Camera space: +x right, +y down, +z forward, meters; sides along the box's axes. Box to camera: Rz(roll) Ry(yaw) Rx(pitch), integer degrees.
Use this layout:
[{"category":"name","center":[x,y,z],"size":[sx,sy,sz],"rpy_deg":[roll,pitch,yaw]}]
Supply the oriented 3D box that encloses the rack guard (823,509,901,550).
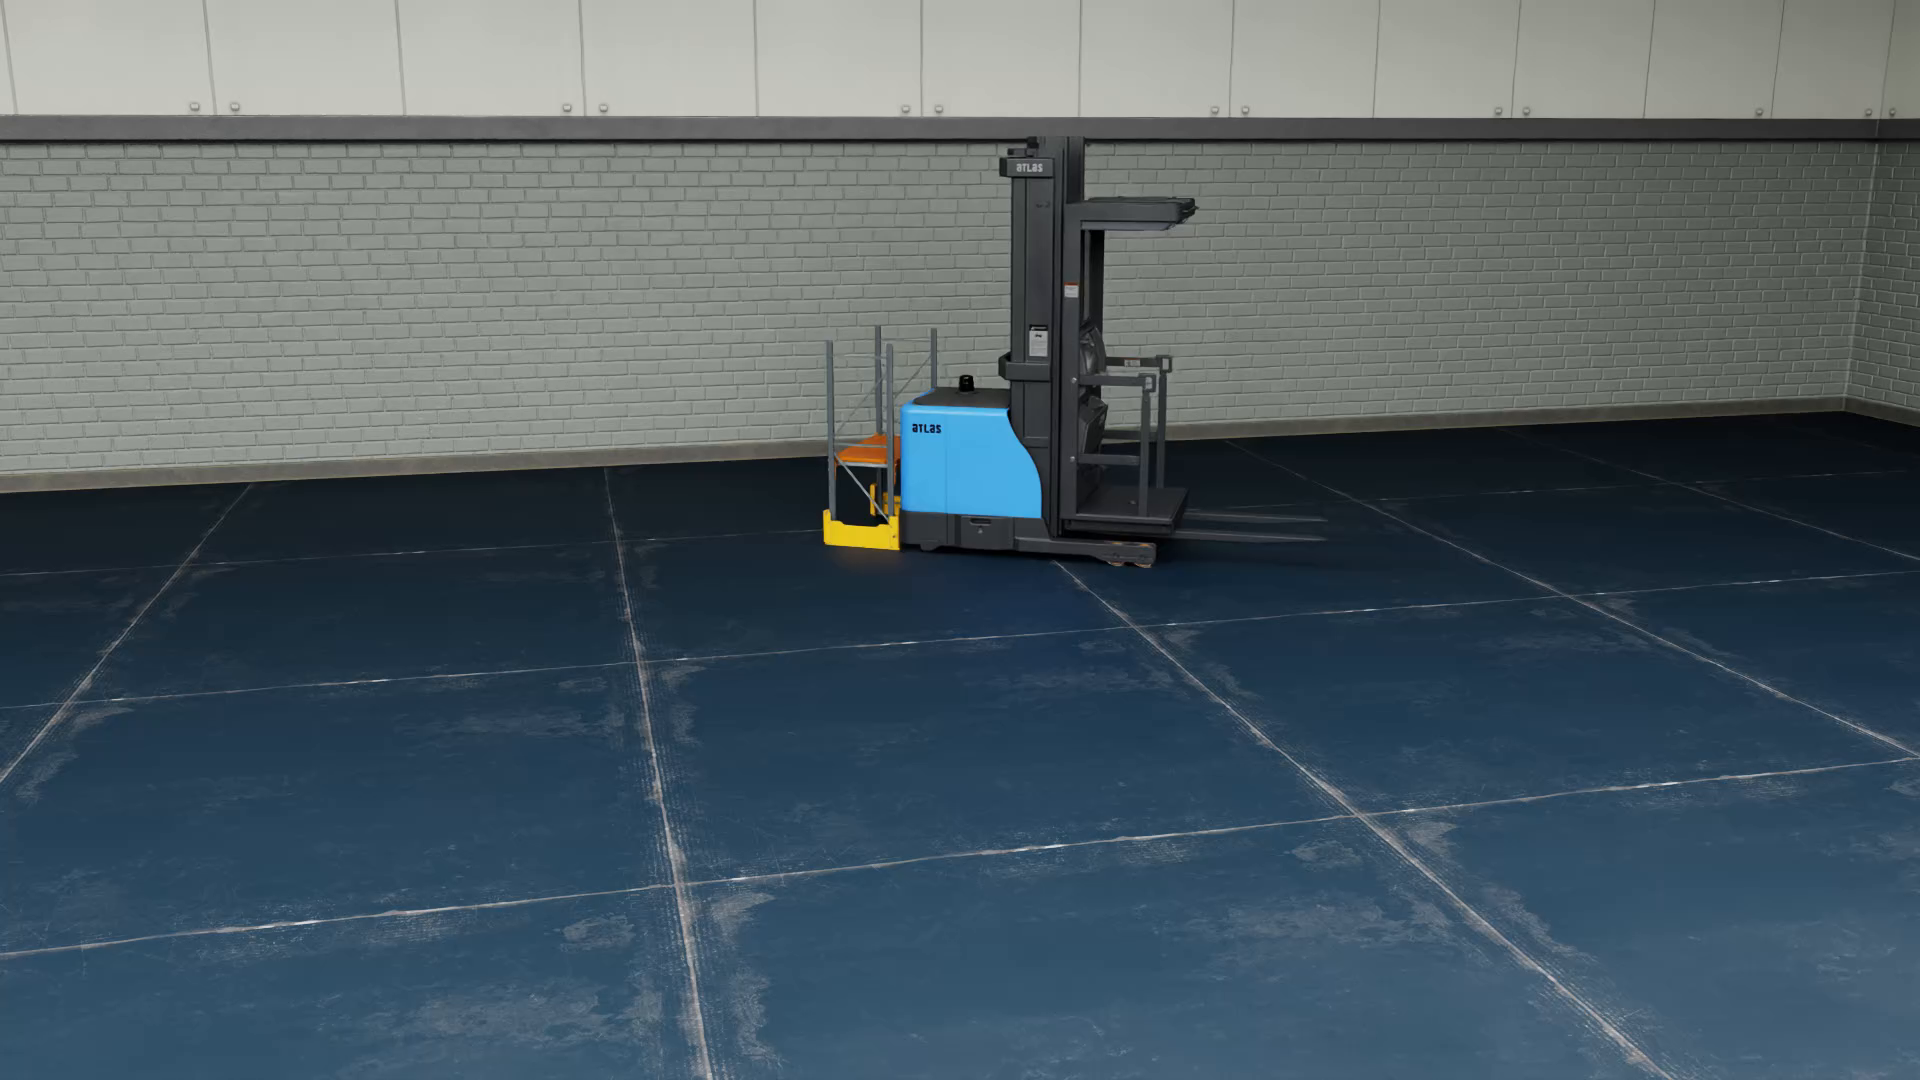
[{"category":"rack guard","center":[-0.719,-0.077,12.214],"size":[0.587,0.250,0.087],"rpy_deg":[4,14,17]}]

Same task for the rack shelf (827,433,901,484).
[{"category":"rack shelf","center":[-0.569,-0.624,12.579],"size":[0.538,0.185,1.000],"rpy_deg":[4,14,17]}]

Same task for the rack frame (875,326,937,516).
[{"category":"rack frame","center":[-0.419,-0.914,13.008],"size":[0.500,1.500,0.032],"rpy_deg":[4,14,17]}]

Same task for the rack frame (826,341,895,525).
[{"category":"rack frame","center":[-0.720,-0.684,12.065],"size":[0.500,1.500,0.032],"rpy_deg":[4,14,17]}]

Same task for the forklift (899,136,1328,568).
[{"category":"forklift","center":[1.132,-1.368,11.853],"size":[3.031,2.935,1.130],"rpy_deg":[3,14,13]}]

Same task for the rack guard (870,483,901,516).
[{"category":"rack guard","center":[-0.424,-0.303,13.139],"size":[0.587,0.250,0.087],"rpy_deg":[4,14,17]}]

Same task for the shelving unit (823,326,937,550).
[{"category":"shelving unit","center":[-0.572,-0.797,12.528],"size":[0.587,1.500,1.083],"rpy_deg":[4,14,17]}]
